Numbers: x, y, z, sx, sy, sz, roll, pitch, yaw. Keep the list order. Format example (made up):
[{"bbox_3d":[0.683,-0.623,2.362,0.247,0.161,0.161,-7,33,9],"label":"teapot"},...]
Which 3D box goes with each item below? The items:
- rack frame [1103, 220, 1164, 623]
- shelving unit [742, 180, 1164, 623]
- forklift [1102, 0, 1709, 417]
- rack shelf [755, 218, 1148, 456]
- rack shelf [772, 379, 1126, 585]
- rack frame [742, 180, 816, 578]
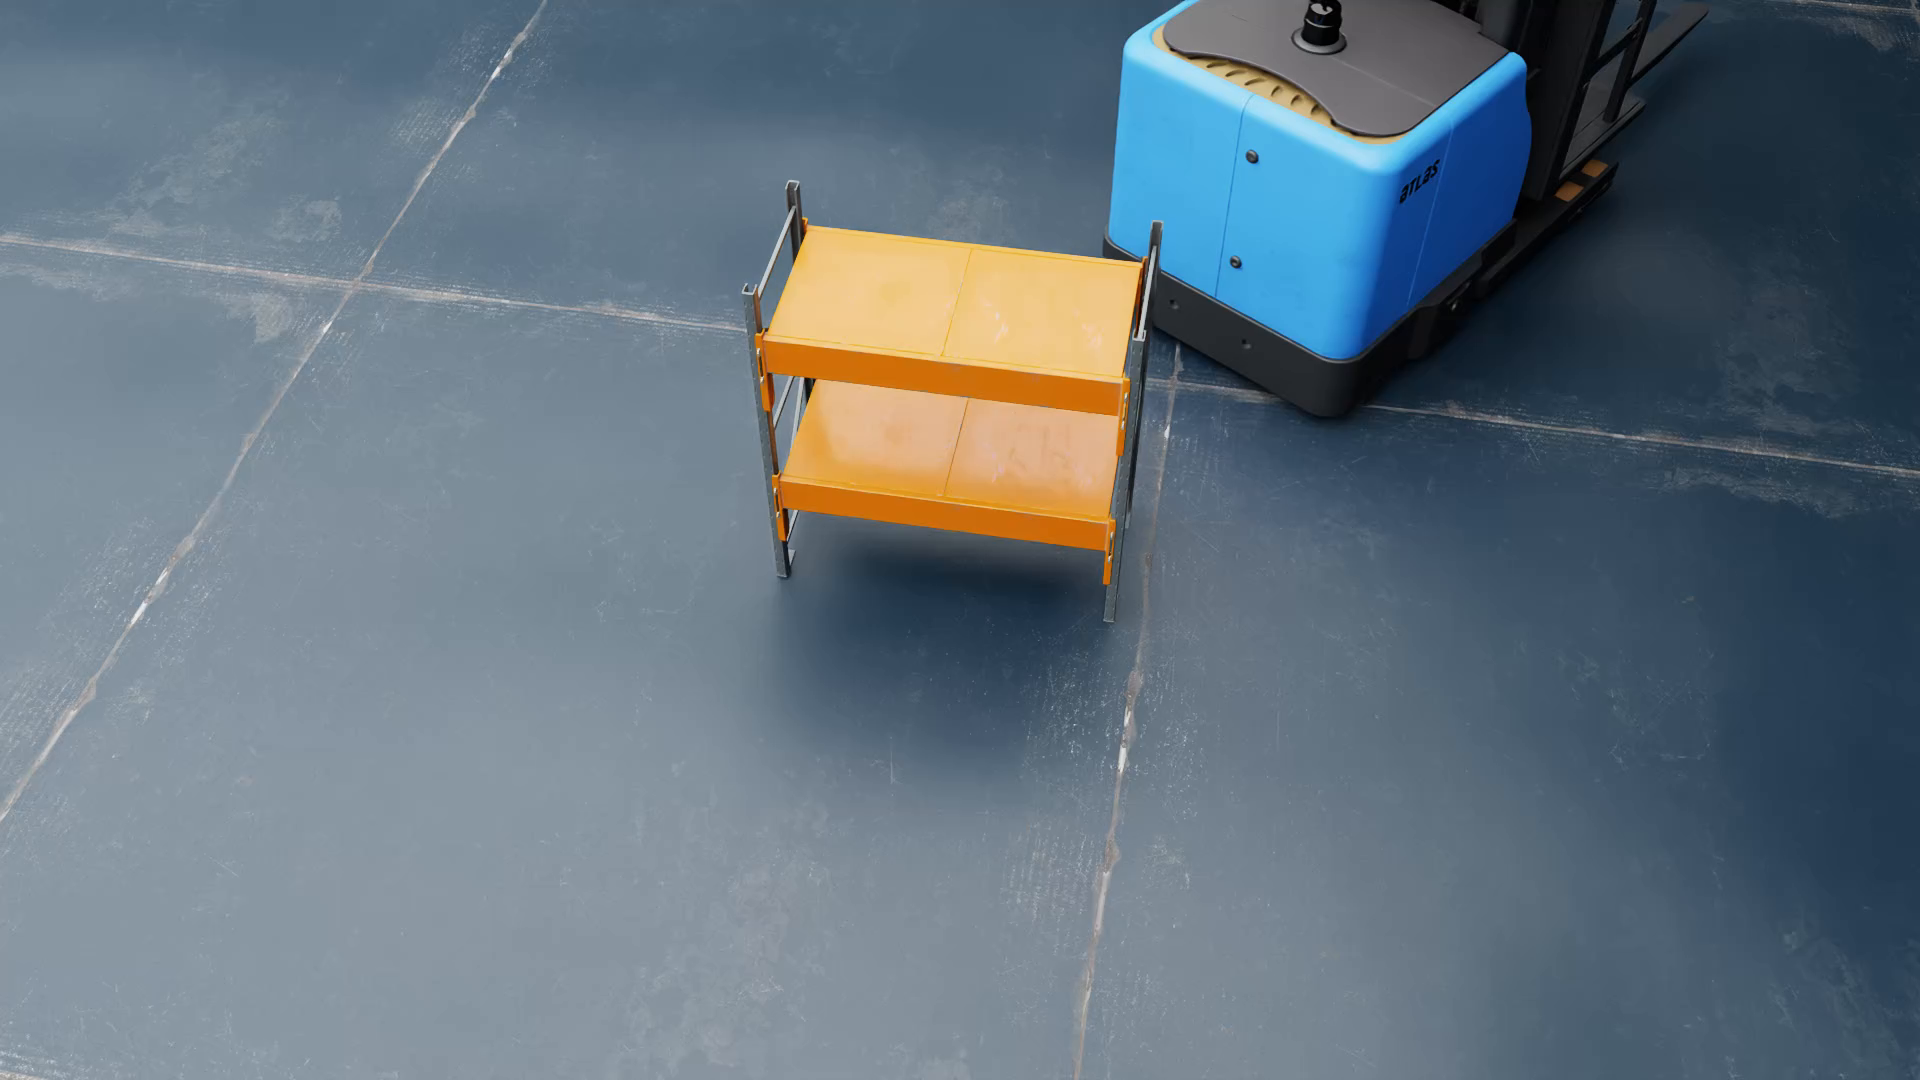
[{"bbox_3d":[0.494,-0.310,4.772,0.032,1.125,0.500,8,49,7],"label":"rack frame"},{"bbox_3d":[-0.007,-0.377,4.832,1.048,1.125,0.538,8,49,7],"label":"shelving unit"},{"bbox_3d":[1.867,-2.402,5.438,1.130,2.935,3.031,34,56,27],"label":"forklift"},{"bbox_3d":[-0.007,-0.572,4.615,1.000,0.278,0.538,8,49,7],"label":"rack shelf"},{"bbox_3d":[-0.007,-0.213,5.014,1.000,0.278,0.538,8,49,7],"label":"rack shelf"},{"bbox_3d":[-0.507,-0.444,4.893,0.032,1.125,0.500,8,49,7],"label":"rack frame"}]
